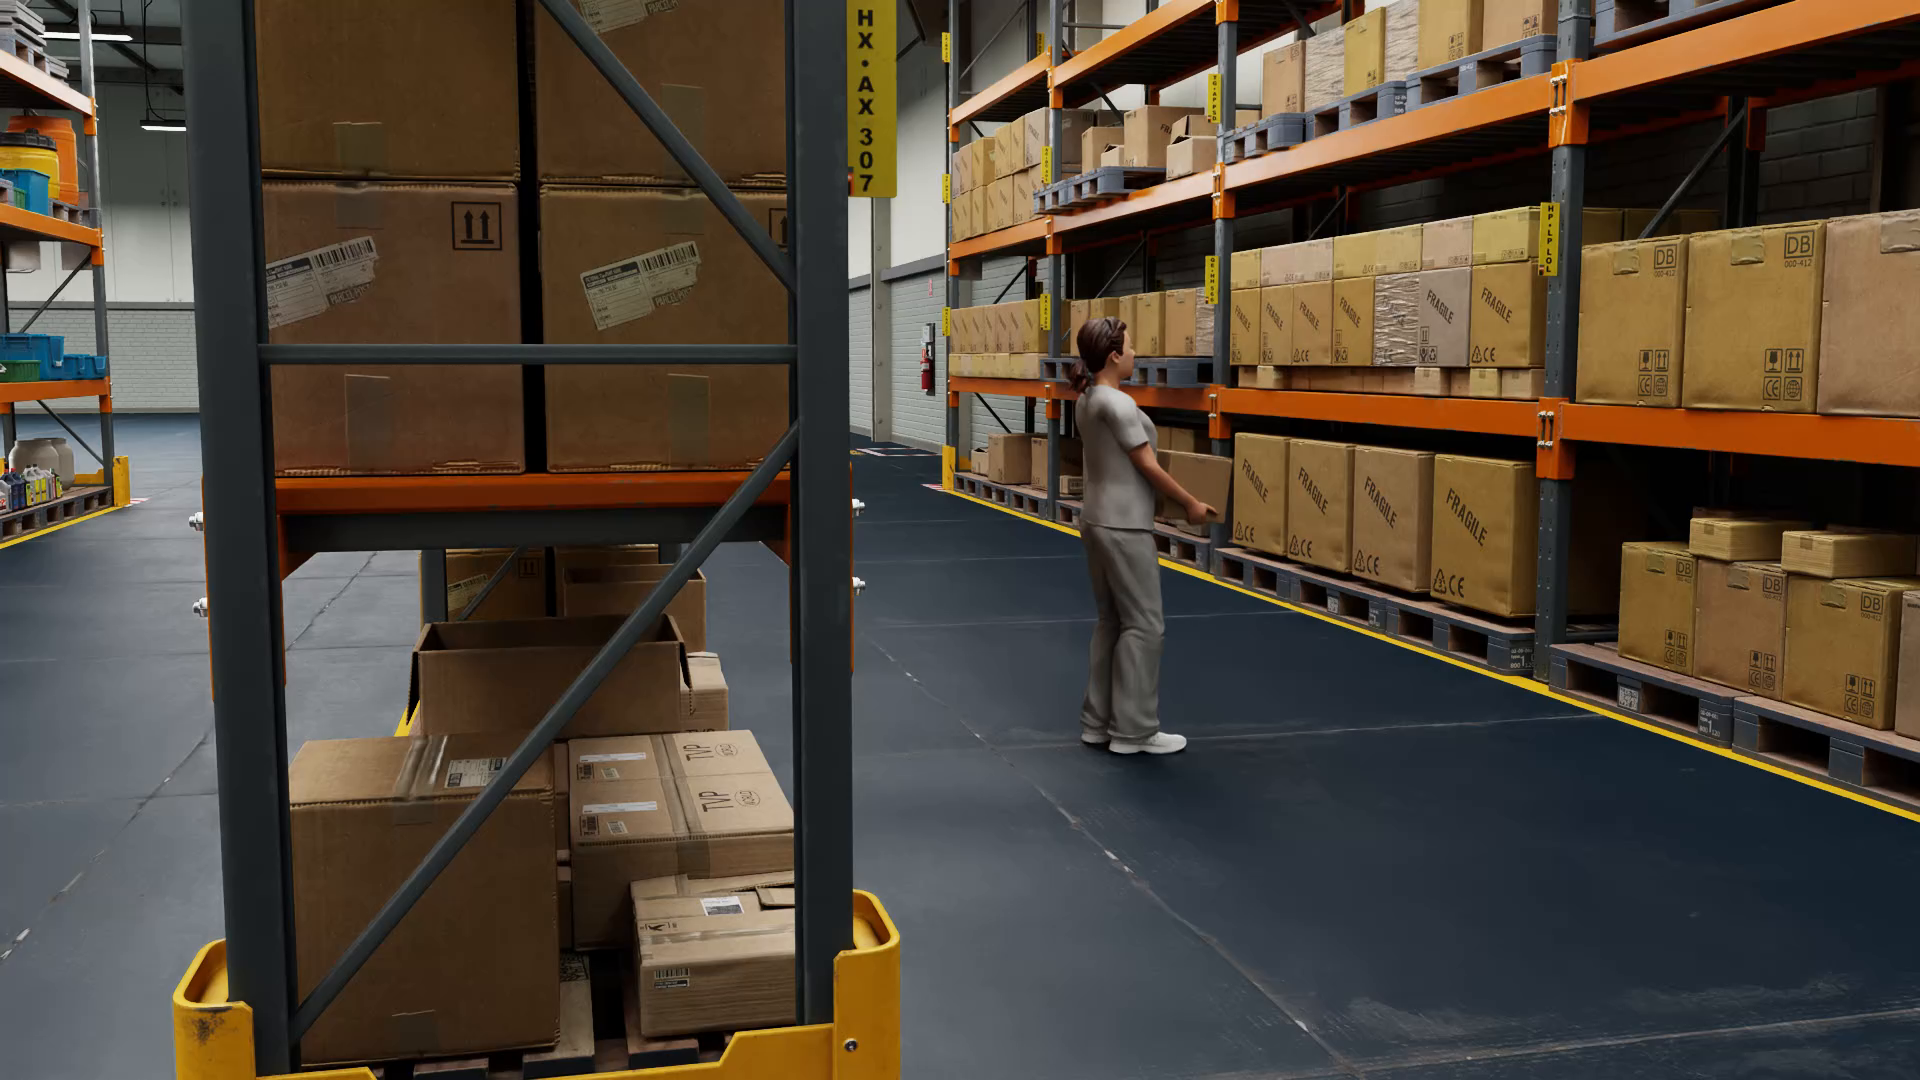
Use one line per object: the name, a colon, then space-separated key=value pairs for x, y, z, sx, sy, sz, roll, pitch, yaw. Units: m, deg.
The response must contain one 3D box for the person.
person: x=0.678 y=-0.021 z=6.397 sx=0.560 sy=1.663 sz=0.436 roll=-1 pitch=6 yaw=-13
